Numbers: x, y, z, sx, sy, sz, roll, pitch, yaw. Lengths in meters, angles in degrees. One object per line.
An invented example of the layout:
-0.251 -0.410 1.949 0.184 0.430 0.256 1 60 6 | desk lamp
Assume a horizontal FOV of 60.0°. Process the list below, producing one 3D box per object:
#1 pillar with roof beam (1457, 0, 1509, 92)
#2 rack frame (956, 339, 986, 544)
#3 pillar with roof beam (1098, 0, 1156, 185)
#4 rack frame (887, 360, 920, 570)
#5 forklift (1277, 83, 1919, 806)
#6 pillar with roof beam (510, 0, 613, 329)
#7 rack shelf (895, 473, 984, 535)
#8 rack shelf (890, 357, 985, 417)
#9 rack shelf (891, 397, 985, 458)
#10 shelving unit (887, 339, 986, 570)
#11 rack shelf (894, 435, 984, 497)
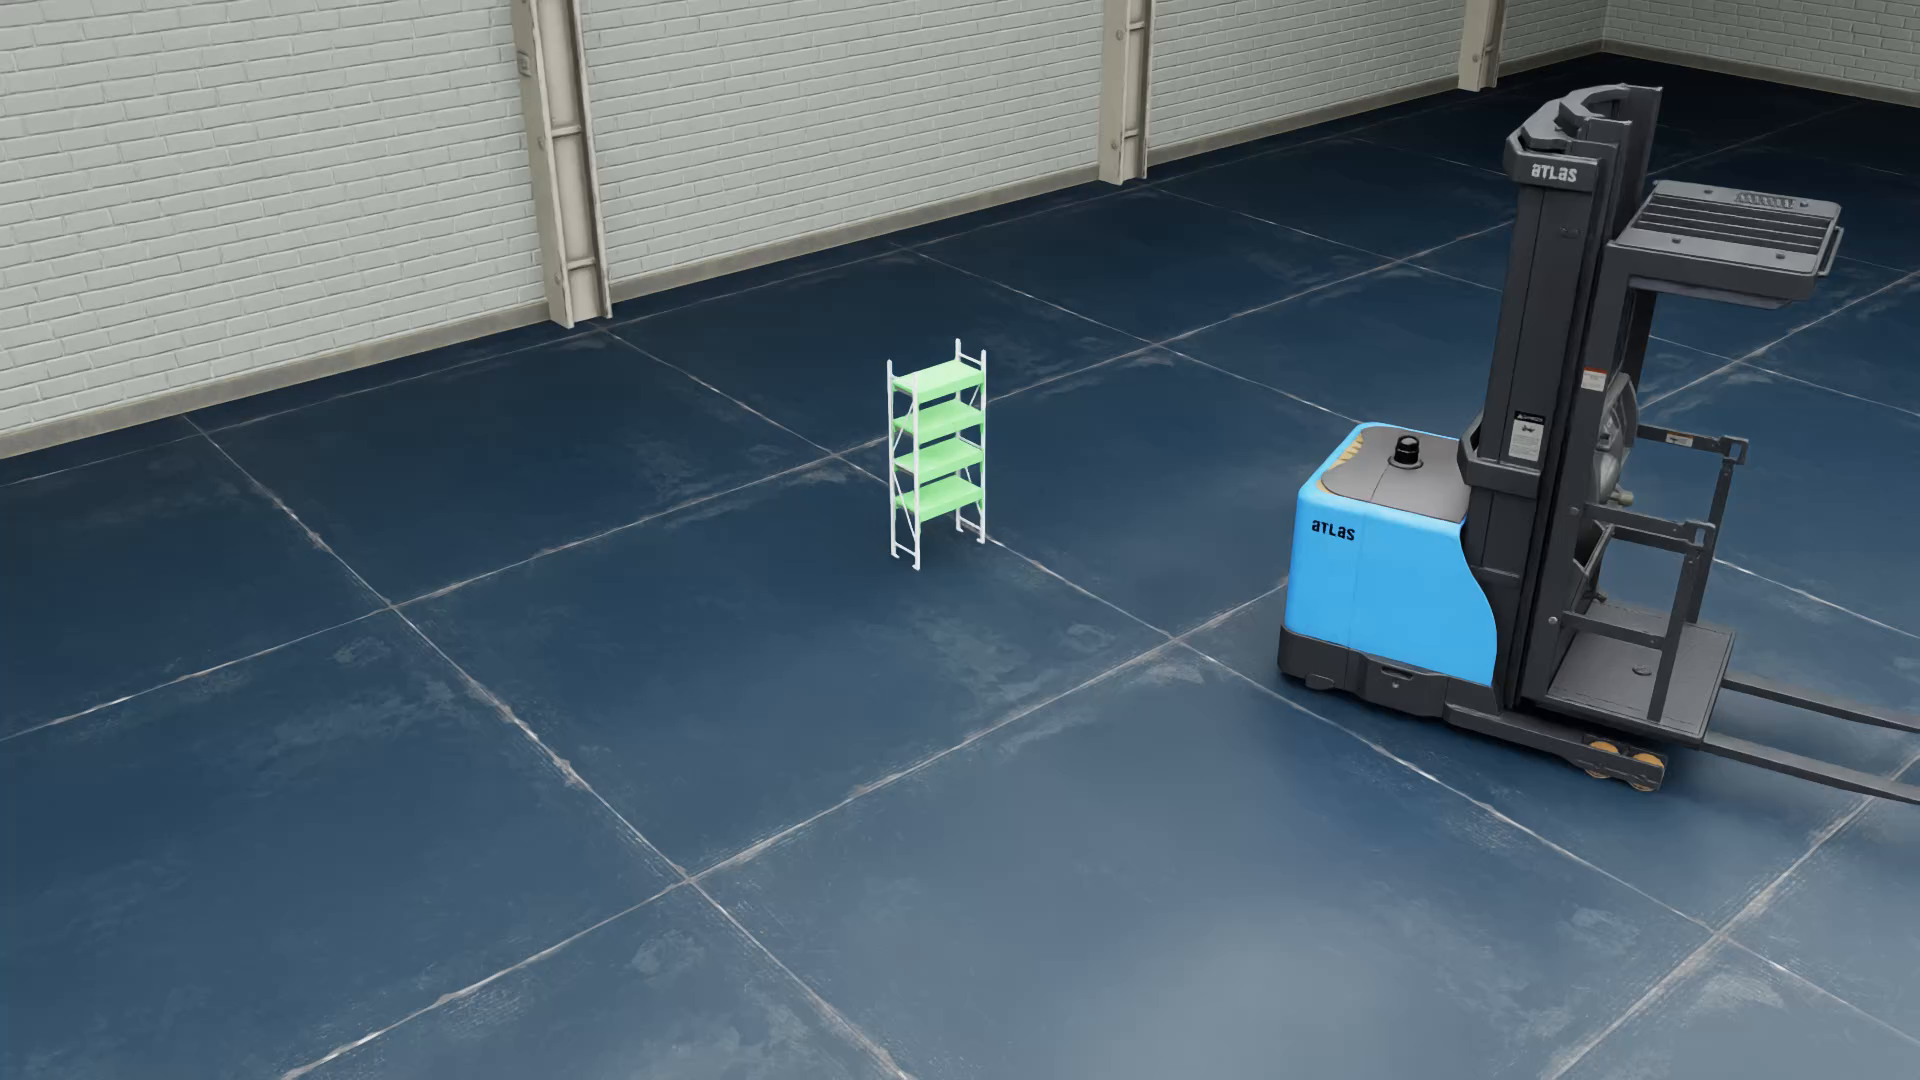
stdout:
8.958 -7.836 14.866 0.400 9.000 9.100 -22 35 -35 | pillar with roof beam
0.060 -0.553 9.512 0.015 1.200 0.240 -22 35 -35 | rack frame
4.393 -6.001 11.432 0.400 9.000 9.100 -22 35 -35 | pillar with roof beam
-0.312 -0.404 9.233 0.015 1.200 0.240 -22 35 -35 | rack frame
3.139 -0.433 7.450 3.031 2.935 1.130 15 32 26 | forklift
-0.171 -4.166 7.997 0.400 9.000 9.100 -22 35 -35 | pillar with roof beam
-0.126 -0.211 9.516 0.480 0.148 0.258 -22 35 -35 | rack shelf
-0.126 -0.846 9.176 0.480 0.148 0.258 -22 35 -35 | rack shelf
-0.126 -0.634 9.289 0.480 0.148 0.258 -22 35 -35 | rack shelf
-0.126 -0.479 9.372 0.503 1.200 0.258 -22 35 -35 | shelving unit
-0.126 -0.422 9.403 0.480 0.148 0.258 -22 35 -35 | rack shelf
